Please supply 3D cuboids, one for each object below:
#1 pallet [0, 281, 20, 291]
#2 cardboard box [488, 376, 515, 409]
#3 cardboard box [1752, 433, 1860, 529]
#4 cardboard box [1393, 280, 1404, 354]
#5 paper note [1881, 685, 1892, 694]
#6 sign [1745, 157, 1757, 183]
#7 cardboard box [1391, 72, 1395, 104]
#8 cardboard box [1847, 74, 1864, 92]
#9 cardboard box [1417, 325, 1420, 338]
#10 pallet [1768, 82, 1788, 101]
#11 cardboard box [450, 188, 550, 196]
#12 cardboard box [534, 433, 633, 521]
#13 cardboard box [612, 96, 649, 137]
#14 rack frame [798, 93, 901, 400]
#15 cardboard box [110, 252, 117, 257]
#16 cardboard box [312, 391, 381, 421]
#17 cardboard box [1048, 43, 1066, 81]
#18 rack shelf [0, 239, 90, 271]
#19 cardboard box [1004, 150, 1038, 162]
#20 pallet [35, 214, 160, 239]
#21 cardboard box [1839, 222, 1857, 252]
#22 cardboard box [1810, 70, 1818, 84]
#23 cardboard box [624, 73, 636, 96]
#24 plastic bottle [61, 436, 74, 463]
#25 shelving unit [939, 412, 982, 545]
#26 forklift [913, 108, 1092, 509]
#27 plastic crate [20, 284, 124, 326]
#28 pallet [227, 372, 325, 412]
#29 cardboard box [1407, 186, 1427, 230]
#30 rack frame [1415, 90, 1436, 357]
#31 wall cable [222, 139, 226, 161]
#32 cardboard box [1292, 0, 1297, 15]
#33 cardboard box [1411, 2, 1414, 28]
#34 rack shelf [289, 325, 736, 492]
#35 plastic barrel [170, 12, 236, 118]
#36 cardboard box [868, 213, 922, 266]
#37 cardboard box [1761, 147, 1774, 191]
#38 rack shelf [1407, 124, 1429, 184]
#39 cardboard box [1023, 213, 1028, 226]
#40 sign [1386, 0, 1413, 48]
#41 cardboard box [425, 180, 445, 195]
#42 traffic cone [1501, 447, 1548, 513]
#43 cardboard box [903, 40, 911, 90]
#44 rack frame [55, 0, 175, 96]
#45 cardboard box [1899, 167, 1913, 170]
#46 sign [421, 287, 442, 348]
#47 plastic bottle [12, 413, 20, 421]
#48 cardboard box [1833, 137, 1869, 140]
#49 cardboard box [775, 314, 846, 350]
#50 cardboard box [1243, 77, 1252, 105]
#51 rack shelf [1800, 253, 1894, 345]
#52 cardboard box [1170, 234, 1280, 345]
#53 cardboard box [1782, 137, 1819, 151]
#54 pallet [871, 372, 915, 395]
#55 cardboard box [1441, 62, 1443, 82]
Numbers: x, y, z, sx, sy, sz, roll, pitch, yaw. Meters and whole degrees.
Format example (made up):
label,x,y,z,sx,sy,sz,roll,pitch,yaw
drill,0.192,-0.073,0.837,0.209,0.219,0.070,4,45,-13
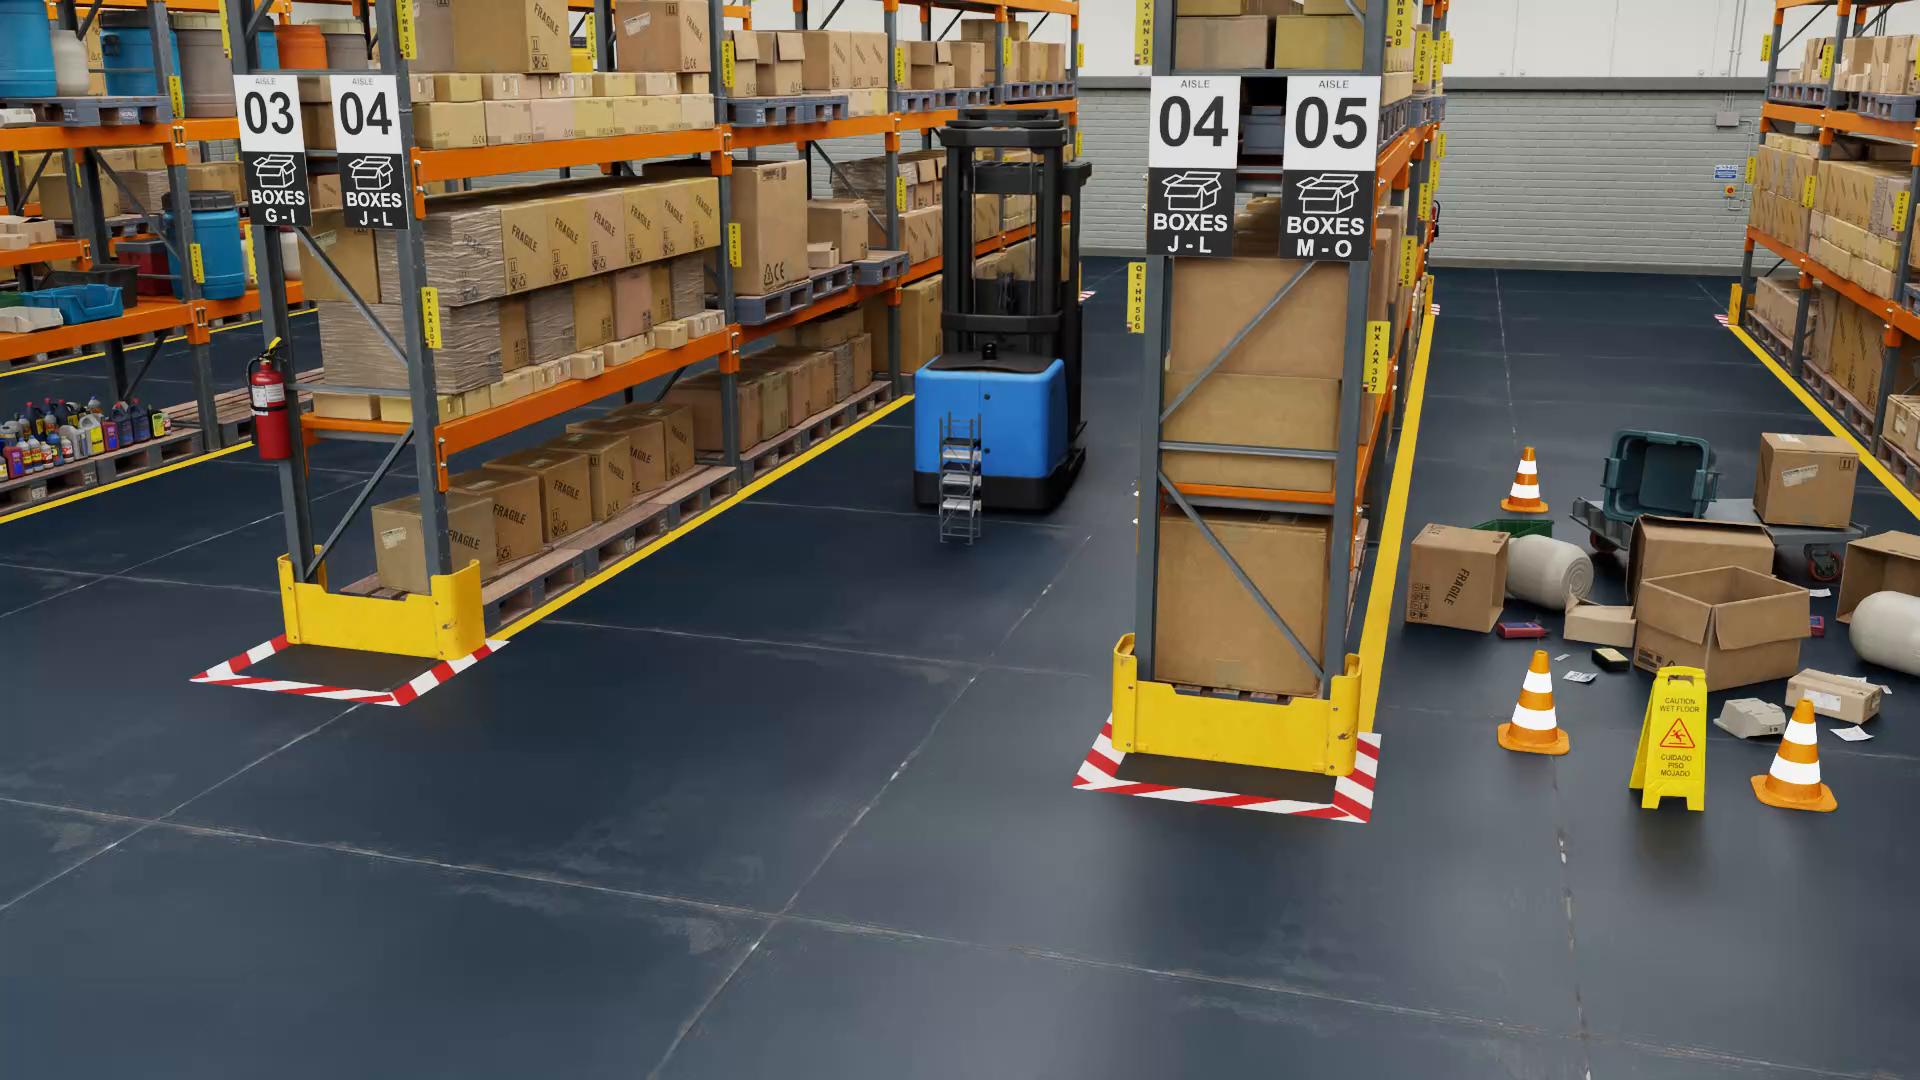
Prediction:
label,x,y,z,sx,sy,sz,roll,pitch,yaw
pallet,-14.361,-3.569,24.024,1.003,0.211,1.213,5,16,16
cardboard box,-2.893,-0.889,9.929,0.380,0.149,0.250,5,16,16
cardboard box,5.546,-0.396,10.922,0.500,0.500,0.500,5,16,16
cardboard box,2.894,-1.626,11.883,0.500,0.500,0.500,5,17,16
paper note,4.997,0.806,8.971,0.032,0.001,0.123,5,16,16
sign,10.141,-4.743,21.322,0.100,0.325,0.005,5,16,16
cardboard box,1.898,-2.184,8.044,0.380,0.149,0.250,5,16,16
cardboard box,8.839,-4.426,16.098,0.380,0.166,0.250,3,16,12
cardboard box,5.171,-2.455,19.444,0.380,0.149,0.250,4,16,13
pallet,10.470,-5.449,20.209,1.003,0.211,1.213,5,16,16
cardboard box,-3.027,-2.053,11.011,0.500,0.500,0.500,5,16,16
cardboard box,-2.649,-0.452,11.736,0.500,0.500,0.500,3,16,11
cardboard box,-2.418,-2.834,11.103,0.500,0.250,0.500,5,16,15
rack frame,-1.104,-2.919,16.624,1.000,3.000,0.127,5,16,16
cardboard box,-13.610,-4.570,26.257,0.700,0.500,0.500,5,17,17
cardboard box,-3.494,-0.796,9.598,0.380,0.149,0.250,5,16,16
cardboard box,1.073,-6.613,23.015,0.700,0.500,0.500,4,16,13
rack shelf,-11.169,-2.819,17.589,1.077,0.370,4.000,5,16,16
cardboard box,0.705,-4.768,21.496,0.500,0.500,0.500,4,16,14
pallet,-10.475,-3.779,20.006,1.213,0.211,1.003,5,16,16
cardboard box,8.707,-2.871,15.814,0.500,0.250,0.500,4,16,14
cardboard box,9.484,-5.031,18.079,0.380,0.149,0.250,5,17,17
cardboard box,-2.405,-3.057,11.156,0.380,0.149,0.250,5,17,18
plastic bottle,-7.100,-0.721,13.197,0.097,0.201,0.097,0,16,0
shelving unit,0.002,-0.435,11.714,0.258,0.900,0.210,5,16,16
forklift,0.451,-1.997,13.497,1.130,2.935,3.031,3,16,11
plastic crate,-7.043,-1.875,13.214,0.499,0.251,0.616,5,16,16
pallet,-6.458,-1.444,16.533,1.003,0.211,1.213,5,16,16
cardboard box,5.142,-3.856,19.198,0.500,0.500,0.500,4,16,15
rack frame,4.760,-3.555,18.864,1.000,3.000,0.127,5,16,16
wall cable,-13.621,-7.062,29.367,0.084,1.984,1.851,5,16,16
cardboard box,1.769,-3.082,9.747,0.380,0.149,0.250,5,17,16
cardboard box,2.473,-3.100,9.811,0.380,0.149,0.250,5,17,17
rack shelf,-2.809,-1.003,11.188,1.077,0.370,4.000,5,16,16
plastic barrel,-6.867,-4.262,14.942,0.600,0.901,0.600,0,16,0
cardboard box,-0.705,-3.073,16.984,0.500,0.500,0.500,5,17,18
cardboard box,10.122,-4.534,20.300,0.500,0.500,0.500,4,16,14
rack shelf,3.055,-3.082,13.019,1.077,0.370,4.000,5,16,16
cardboard box,0.658,-4.103,21.258,0.380,0.149,0.250,4,16,14
sign,1.880,-2.272,7.099,0.100,0.325,0.005,5,16,16
cardboard box,-8.337,-5.555,25.734,0.500,0.500,0.500,5,17,16
traffic cone,4.315,-0.475,12.655,0.336,0.463,0.334,5,16,16
cardboard box,-0.838,-5.010,17.546,0.500,0.500,0.500,6,17,19
rack frame,-6.989,-5.143,13.470,1.000,3.000,0.127,5,16,16
cardboard box,9.345,-3.323,16.032,0.500,0.500,0.500,5,17,18
sign,-2.857,-1.201,8.979,0.100,0.325,0.005,5,16,16
plastic bottle,-7.757,-0.893,13.653,0.061,0.283,0.133,5,17,18
cardboard box,10.451,-4.637,19.477,0.380,0.149,0.250,5,17,17
cardboard box,-1.406,-1.972,15.684,0.500,0.250,0.500,7,17,22
cardboard box,1.191,-2.167,7.981,0.380,0.149,0.250,5,17,16
rack shelf,8.966,-2.328,15.857,1.077,0.370,4.000,5,16,16
cardboard box,1.560,-1.252,8.492,0.875,0.550,0.550,5,16,16
cardboard box,9.824,-4.611,19.384,0.380,0.149,0.250,4,16,15
pallet,-0.807,-1.778,17.711,1.003,0.211,1.213,5,16,16
cardboard box,5.865,-5.938,21.130,0.500,0.250,0.500,4,16,14
